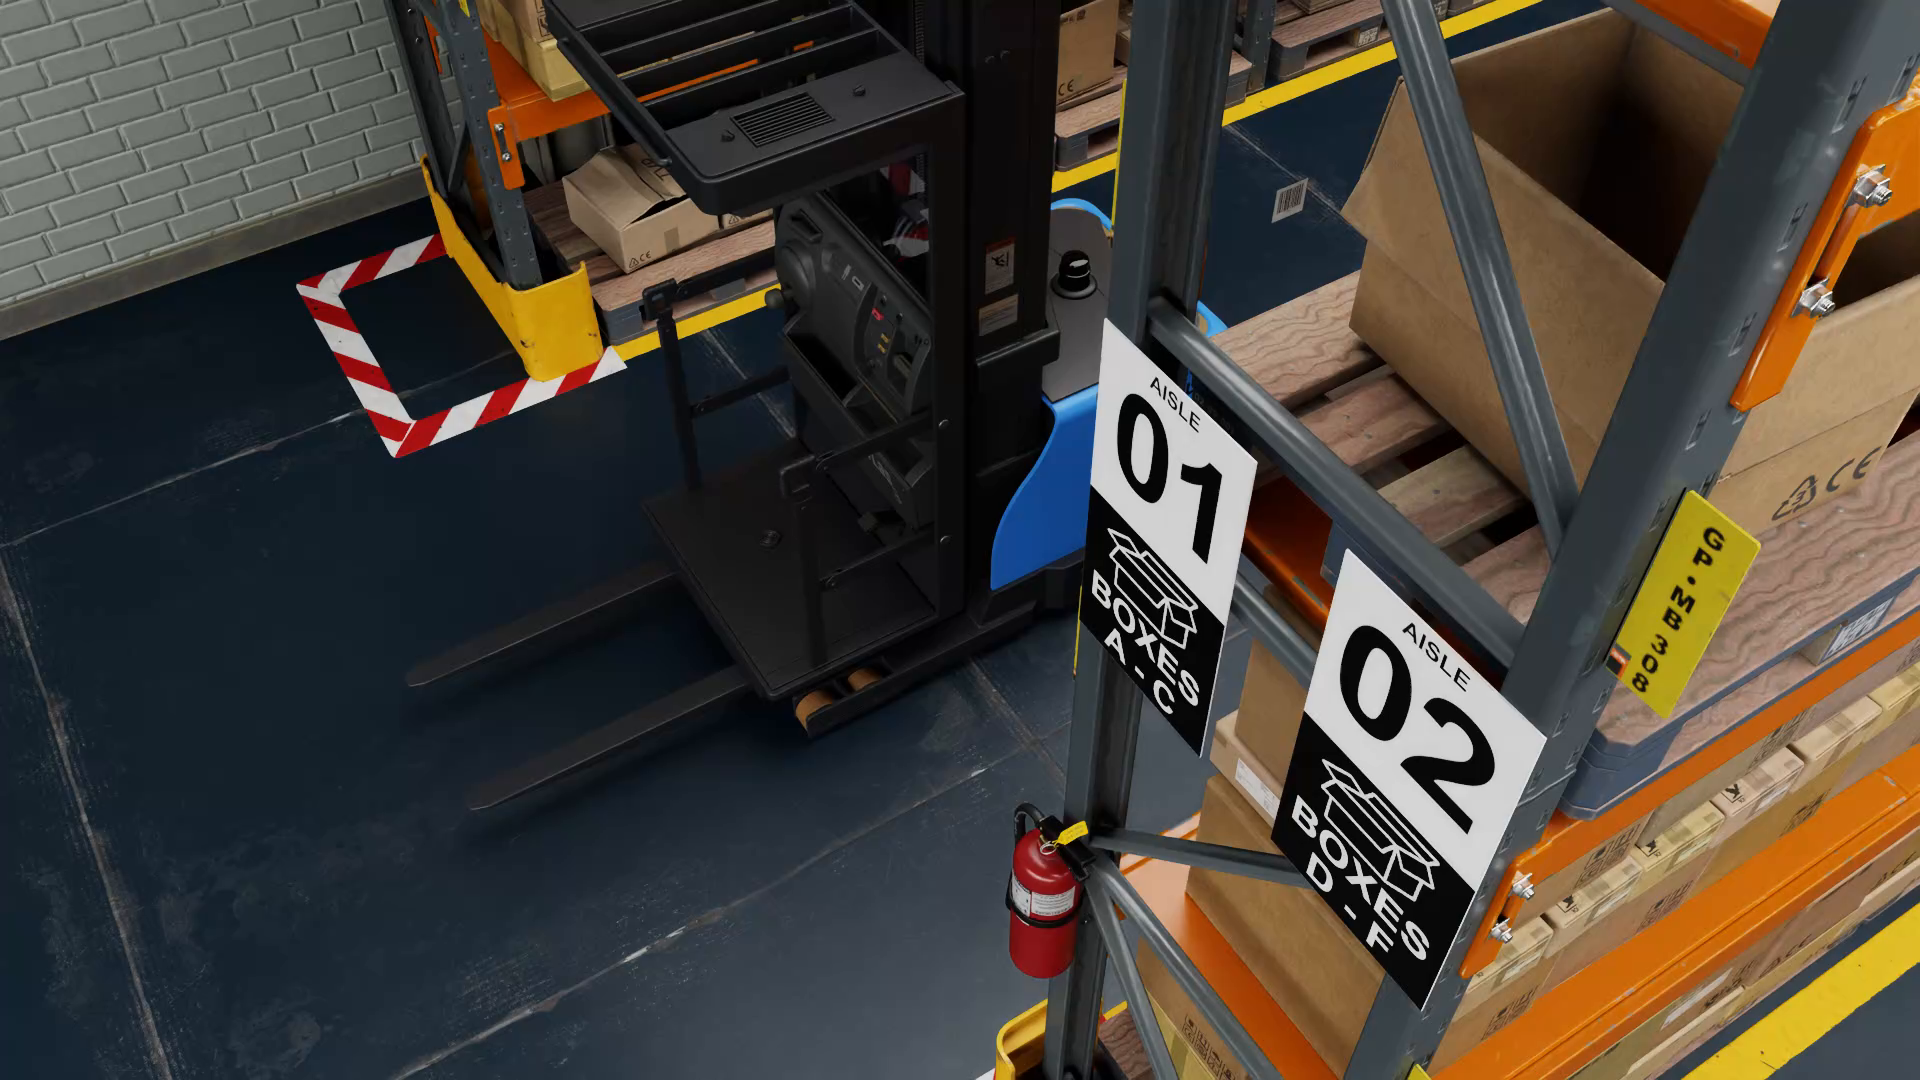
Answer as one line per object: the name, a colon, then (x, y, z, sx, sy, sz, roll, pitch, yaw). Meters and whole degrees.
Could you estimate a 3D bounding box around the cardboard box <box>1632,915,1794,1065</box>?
cardboard box: (1.967, 1.089, 4.775, 0.500, 0.500, 0.500, -25, 53, -21)

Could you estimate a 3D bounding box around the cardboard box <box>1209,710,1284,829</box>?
cardboard box: (0.779, 0.523, 3.720, 0.250, 0.149, 0.380, -26, 53, -21)

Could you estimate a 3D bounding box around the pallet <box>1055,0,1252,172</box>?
pallet: (0.745, -2.459, 8.744, 1.213, 0.211, 1.003, -25, 53, -21)

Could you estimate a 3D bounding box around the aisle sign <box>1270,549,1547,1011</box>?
aisle sign: (0.665, 0.399, 2.590, 0.004, 0.787, 0.394, -25, 53, -21)

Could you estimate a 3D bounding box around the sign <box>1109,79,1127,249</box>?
sign: (0.280, -0.570, 2.646, 0.005, 0.325, 0.100, -25, 53, -21)

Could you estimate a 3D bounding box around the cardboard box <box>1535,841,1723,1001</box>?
cardboard box: (1.401, 0.621, 4.067, 0.500, 0.500, 0.700, -24, 53, -20)

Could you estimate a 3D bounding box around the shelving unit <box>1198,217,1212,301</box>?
shelving unit: (0.807, -0.877, 6.773, 0.252, 1.050, 0.215, -35, 57, -27)

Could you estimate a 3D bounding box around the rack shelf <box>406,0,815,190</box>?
rack shelf: (-0.398, -2.641, 7.520, 4.000, 0.370, 1.077, -25, 53, -21)

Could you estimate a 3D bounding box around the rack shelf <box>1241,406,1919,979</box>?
rack shelf: (2.249, -0.511, 3.615, 4.000, 0.370, 1.077, -25, 53, -21)

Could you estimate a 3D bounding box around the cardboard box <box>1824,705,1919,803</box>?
cardboard box: (2.267, 0.215, 4.429, 0.500, 0.500, 0.700, -24, 52, -20)

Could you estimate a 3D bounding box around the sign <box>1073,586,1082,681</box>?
sign: (0.280, 0.232, 3.546, 0.005, 0.325, 0.100, -25, 53, -21)

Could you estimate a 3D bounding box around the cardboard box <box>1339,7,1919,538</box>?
cardboard box: (1.046, -0.400, 2.590, 0.637, 0.503, 0.797, -22, 52, -18)

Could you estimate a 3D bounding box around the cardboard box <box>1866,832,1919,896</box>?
cardboard box: (2.815, 0.692, 5.128, 0.500, 0.500, 0.500, -25, 53, -21)

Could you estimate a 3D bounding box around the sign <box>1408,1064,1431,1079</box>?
sign: (0.848, 1.083, 3.090, 0.005, 0.325, 0.100, -25, 53, -21)

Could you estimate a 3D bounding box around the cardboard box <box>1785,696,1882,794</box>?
cardboard box: (1.876, 0.363, 3.862, 0.250, 0.149, 0.380, -27, 54, -22)

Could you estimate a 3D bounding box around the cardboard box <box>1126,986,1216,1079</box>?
cardboard box: (0.853, 1.419, 4.983, 0.500, 0.250, 0.500, -25, 53, -21)

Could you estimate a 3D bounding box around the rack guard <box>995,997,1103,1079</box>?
rack guard: (0.537, 1.885, 4.682, 0.348, 0.500, 1.175, -25, 53, -21)

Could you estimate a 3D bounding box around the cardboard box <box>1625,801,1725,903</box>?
cardboard box: (1.438, 0.570, 3.678, 0.250, 0.149, 0.380, -25, 53, -21)

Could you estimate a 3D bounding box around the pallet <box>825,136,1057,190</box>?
pallet: (-0.288, -1.970, 8.309, 1.213, 0.211, 1.003, -25, 53, -21)

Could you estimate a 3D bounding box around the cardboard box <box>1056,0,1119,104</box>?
cardboard box: (0.437, -2.553, 8.340, 0.500, 0.500, 0.500, -29, 54, -23)

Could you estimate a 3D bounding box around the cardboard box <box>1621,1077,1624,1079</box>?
cardboard box: (1.550, 1.544, 4.871, 0.500, 0.250, 0.500, -25, 53, -21)

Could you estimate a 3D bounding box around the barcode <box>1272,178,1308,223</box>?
barcode: (0.555, -0.571, 2.798, 0.075, 0.075, 0.001, -25, 53, -21)

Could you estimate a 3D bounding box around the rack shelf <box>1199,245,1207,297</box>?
rack shelf: (0.807, -1.059, 6.569, 0.240, 0.259, 0.215, -35, 57, -27)

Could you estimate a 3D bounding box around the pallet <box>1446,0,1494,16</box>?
pallet: (2.984, -3.550, 9.715, 1.213, 0.211, 1.003, -25, 53, -21)

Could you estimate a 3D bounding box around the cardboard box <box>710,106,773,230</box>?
cardboard box: (-0.974, -1.781, 7.779, 0.500, 0.311, 0.500, -21, 52, -18)

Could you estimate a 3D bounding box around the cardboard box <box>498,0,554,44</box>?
cardboard box: (-1.525, -2.289, 6.311, 0.500, 0.500, 0.500, -25, 53, -21)

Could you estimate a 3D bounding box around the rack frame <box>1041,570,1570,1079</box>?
rack frame: (0.557, 1.044, 3.757, 0.127, 3.000, 1.000, -25, 53, -21)

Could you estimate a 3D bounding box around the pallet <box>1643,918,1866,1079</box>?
pallet: (2.212, 1.157, 5.523, 1.213, 0.211, 1.003, -25, 53, -21)

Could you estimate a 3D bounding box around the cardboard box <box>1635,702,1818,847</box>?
cardboard box: (1.446, 0.168, 3.602, 0.500, 0.500, 0.700, -27, 53, -22)

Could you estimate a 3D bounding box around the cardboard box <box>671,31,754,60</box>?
cardboard box: (-1.075, -2.250, 6.777, 0.500, 0.250, 0.500, -27, 54, -22)

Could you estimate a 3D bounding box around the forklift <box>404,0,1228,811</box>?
forklift: (-0.535, -0.726, 5.379, 3.031, 2.935, 1.130, -25, 53, -21)

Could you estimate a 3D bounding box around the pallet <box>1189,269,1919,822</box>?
pallet: (1.169, -0.189, 2.906, 1.213, 0.211, 1.003, -25, 53, -21)

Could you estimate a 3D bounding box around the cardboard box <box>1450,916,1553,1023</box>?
cardboard box: (1.004, 0.775, 3.495, 0.250, 0.149, 0.380, -26, 53, -21)

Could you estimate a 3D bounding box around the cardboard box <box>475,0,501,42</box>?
cardboard box: (-1.797, -2.348, 6.865, 0.500, 0.250, 0.500, -25, 53, -20)

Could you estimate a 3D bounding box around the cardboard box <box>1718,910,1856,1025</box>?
cardboard box: (2.399, 1.149, 5.223, 0.500, 0.250, 0.500, -25, 53, -21)

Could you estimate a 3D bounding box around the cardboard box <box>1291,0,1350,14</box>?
cardboard box: (1.908, -3.296, 9.001, 0.500, 0.500, 0.700, -24, 52, -20)

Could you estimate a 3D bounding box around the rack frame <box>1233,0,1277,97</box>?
rack frame: (1.294, -3.677, 7.961, 0.127, 3.000, 1.000, -25, 53, -21)
